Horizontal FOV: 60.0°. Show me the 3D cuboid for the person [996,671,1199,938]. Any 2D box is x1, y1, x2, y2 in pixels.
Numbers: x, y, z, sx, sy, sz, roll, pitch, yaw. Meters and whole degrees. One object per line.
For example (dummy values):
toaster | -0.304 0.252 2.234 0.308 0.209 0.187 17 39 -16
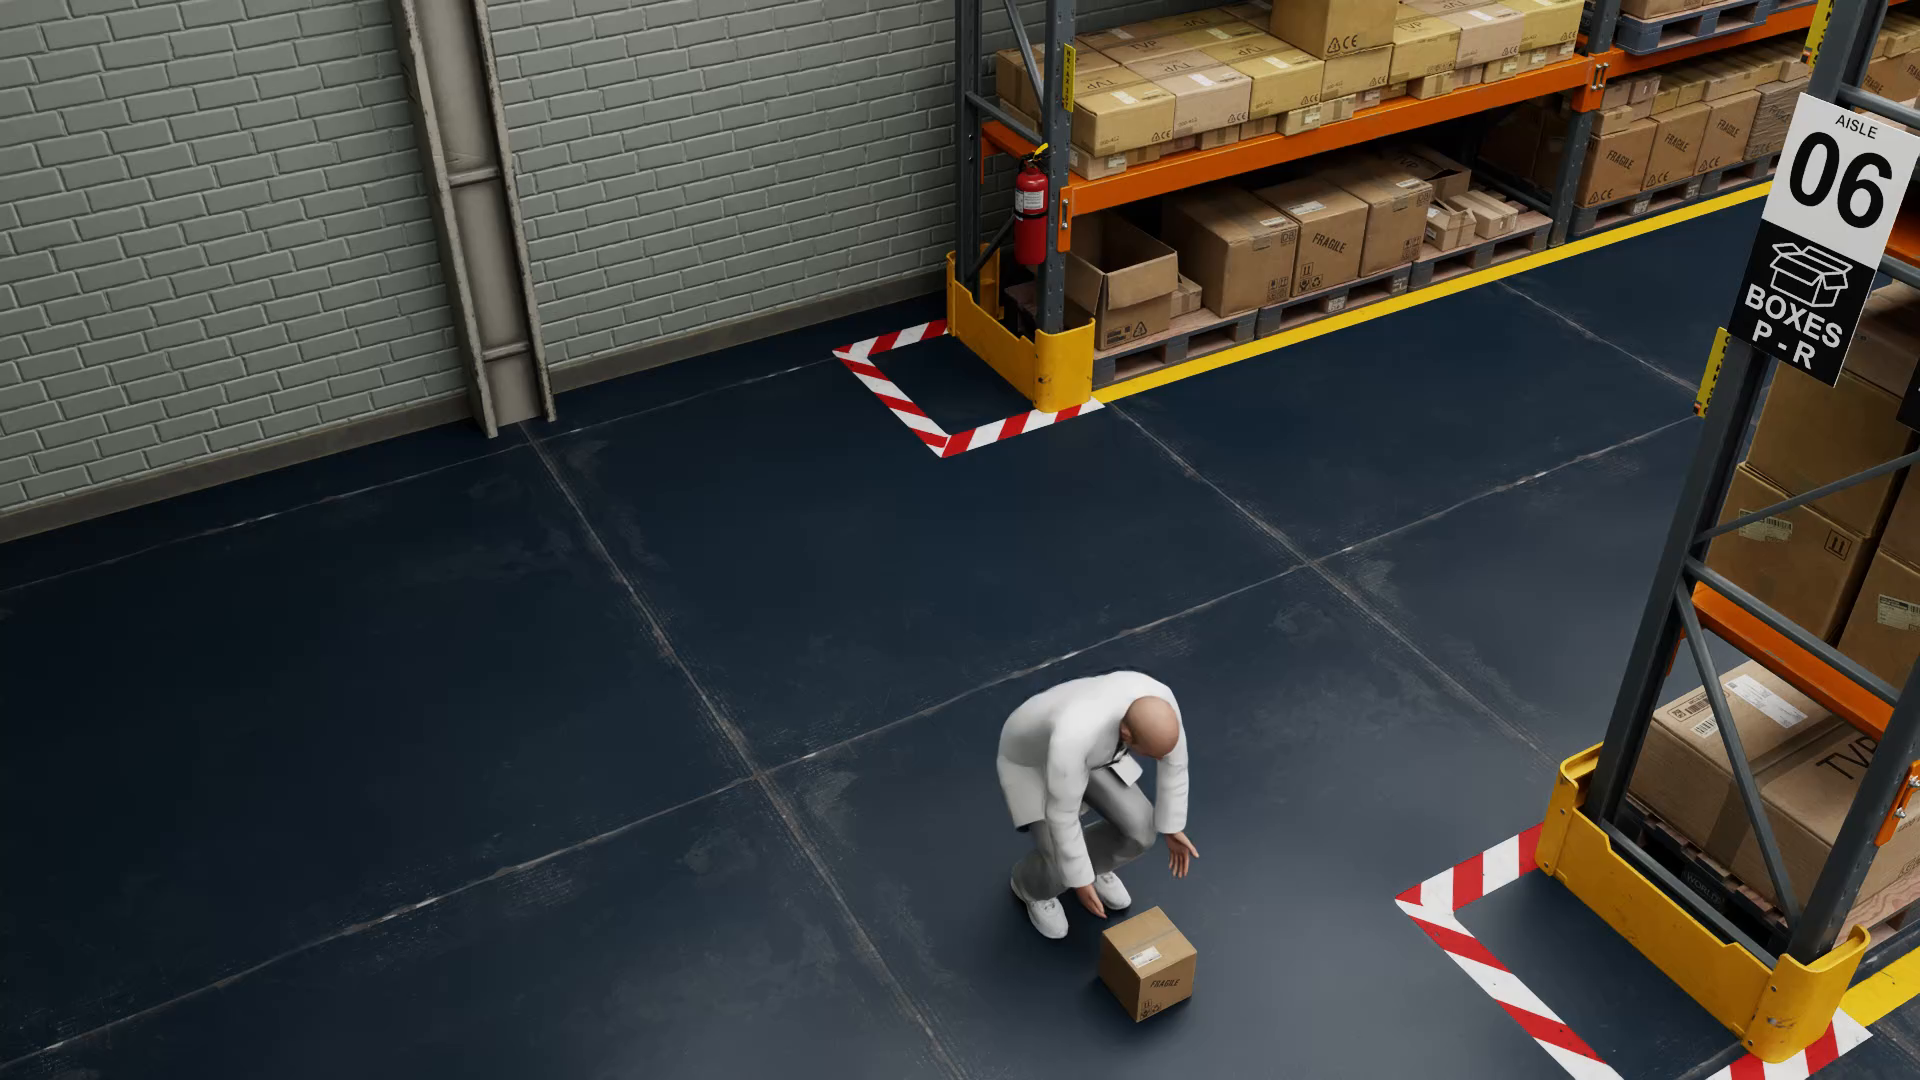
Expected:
person | 0.486 0.912 6.133 0.632 1.271 0.793 -19 40 -24
